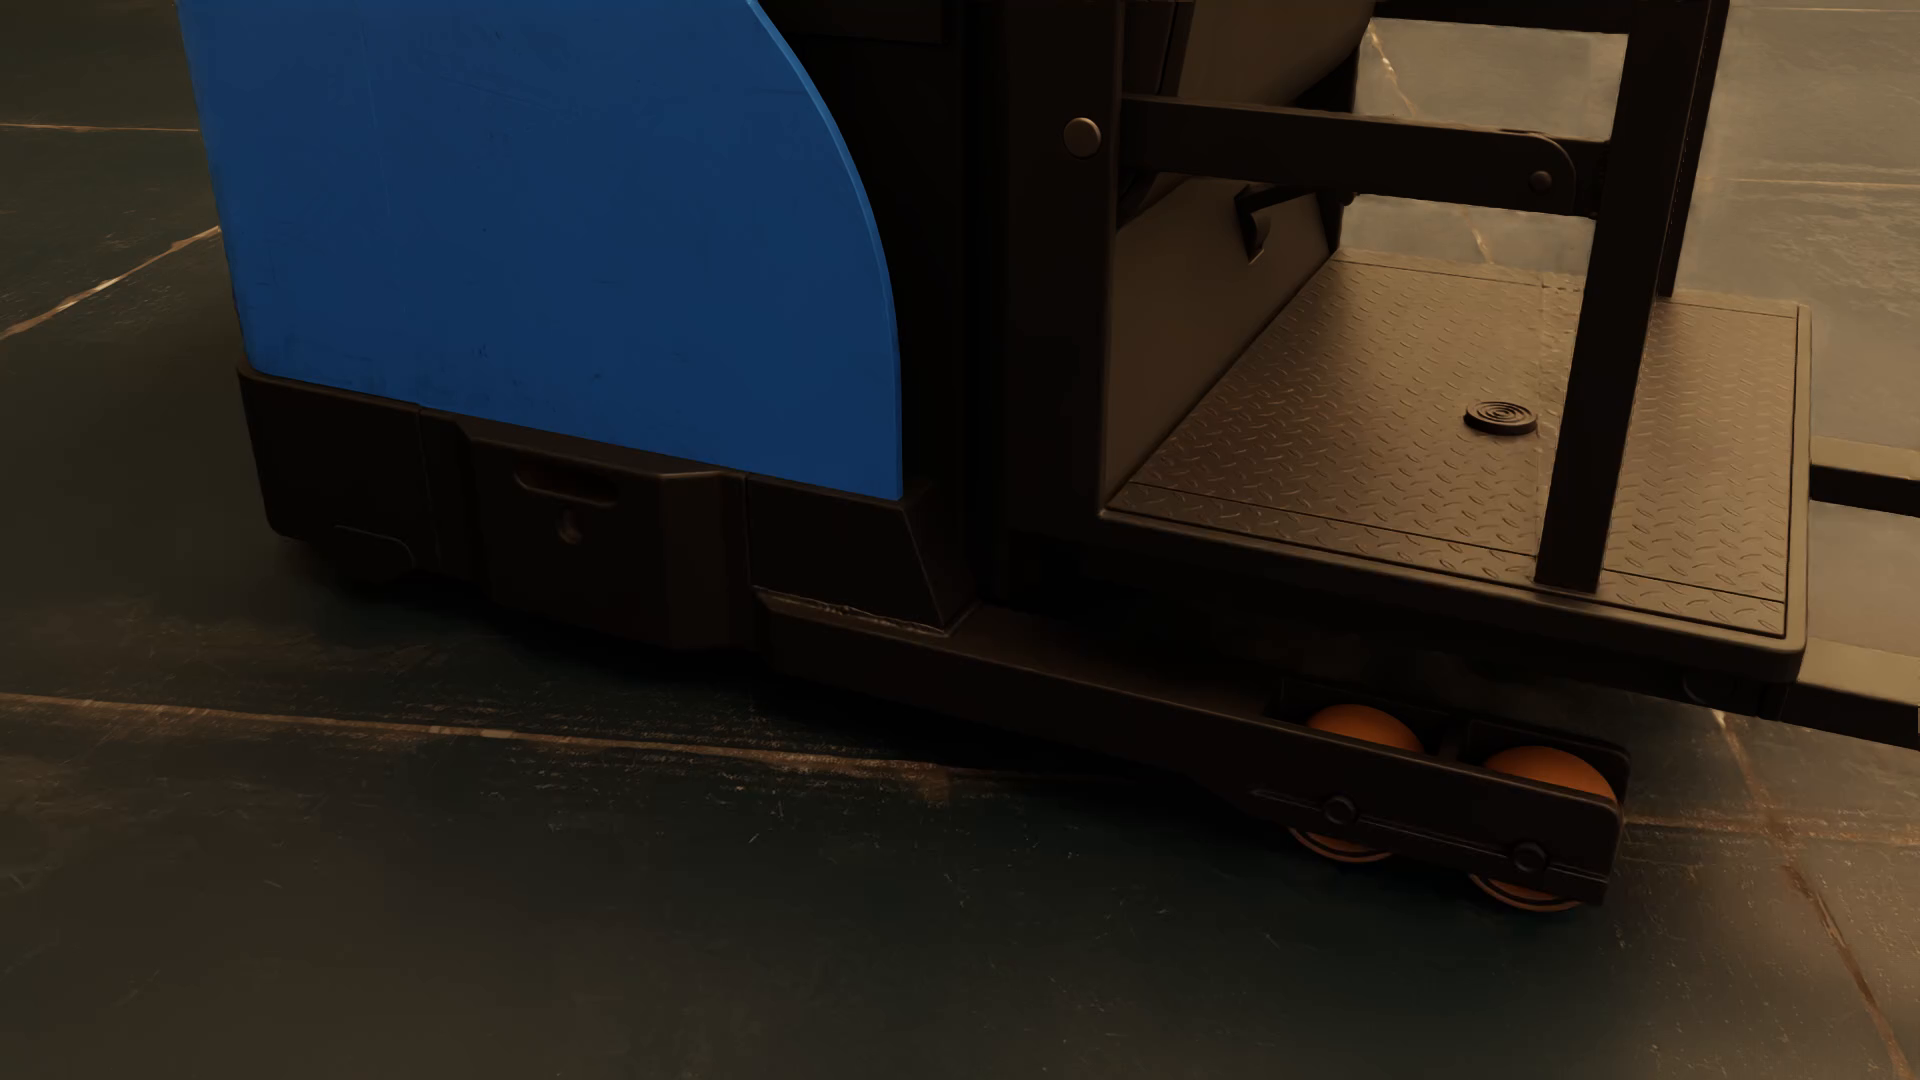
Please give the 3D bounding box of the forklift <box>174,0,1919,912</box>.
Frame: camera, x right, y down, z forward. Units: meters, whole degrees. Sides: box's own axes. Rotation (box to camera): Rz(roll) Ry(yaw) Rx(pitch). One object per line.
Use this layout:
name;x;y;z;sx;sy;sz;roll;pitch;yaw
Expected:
forklift;0.554;-1.198;1.617;3.031;2.935;1.130;12;29;22
